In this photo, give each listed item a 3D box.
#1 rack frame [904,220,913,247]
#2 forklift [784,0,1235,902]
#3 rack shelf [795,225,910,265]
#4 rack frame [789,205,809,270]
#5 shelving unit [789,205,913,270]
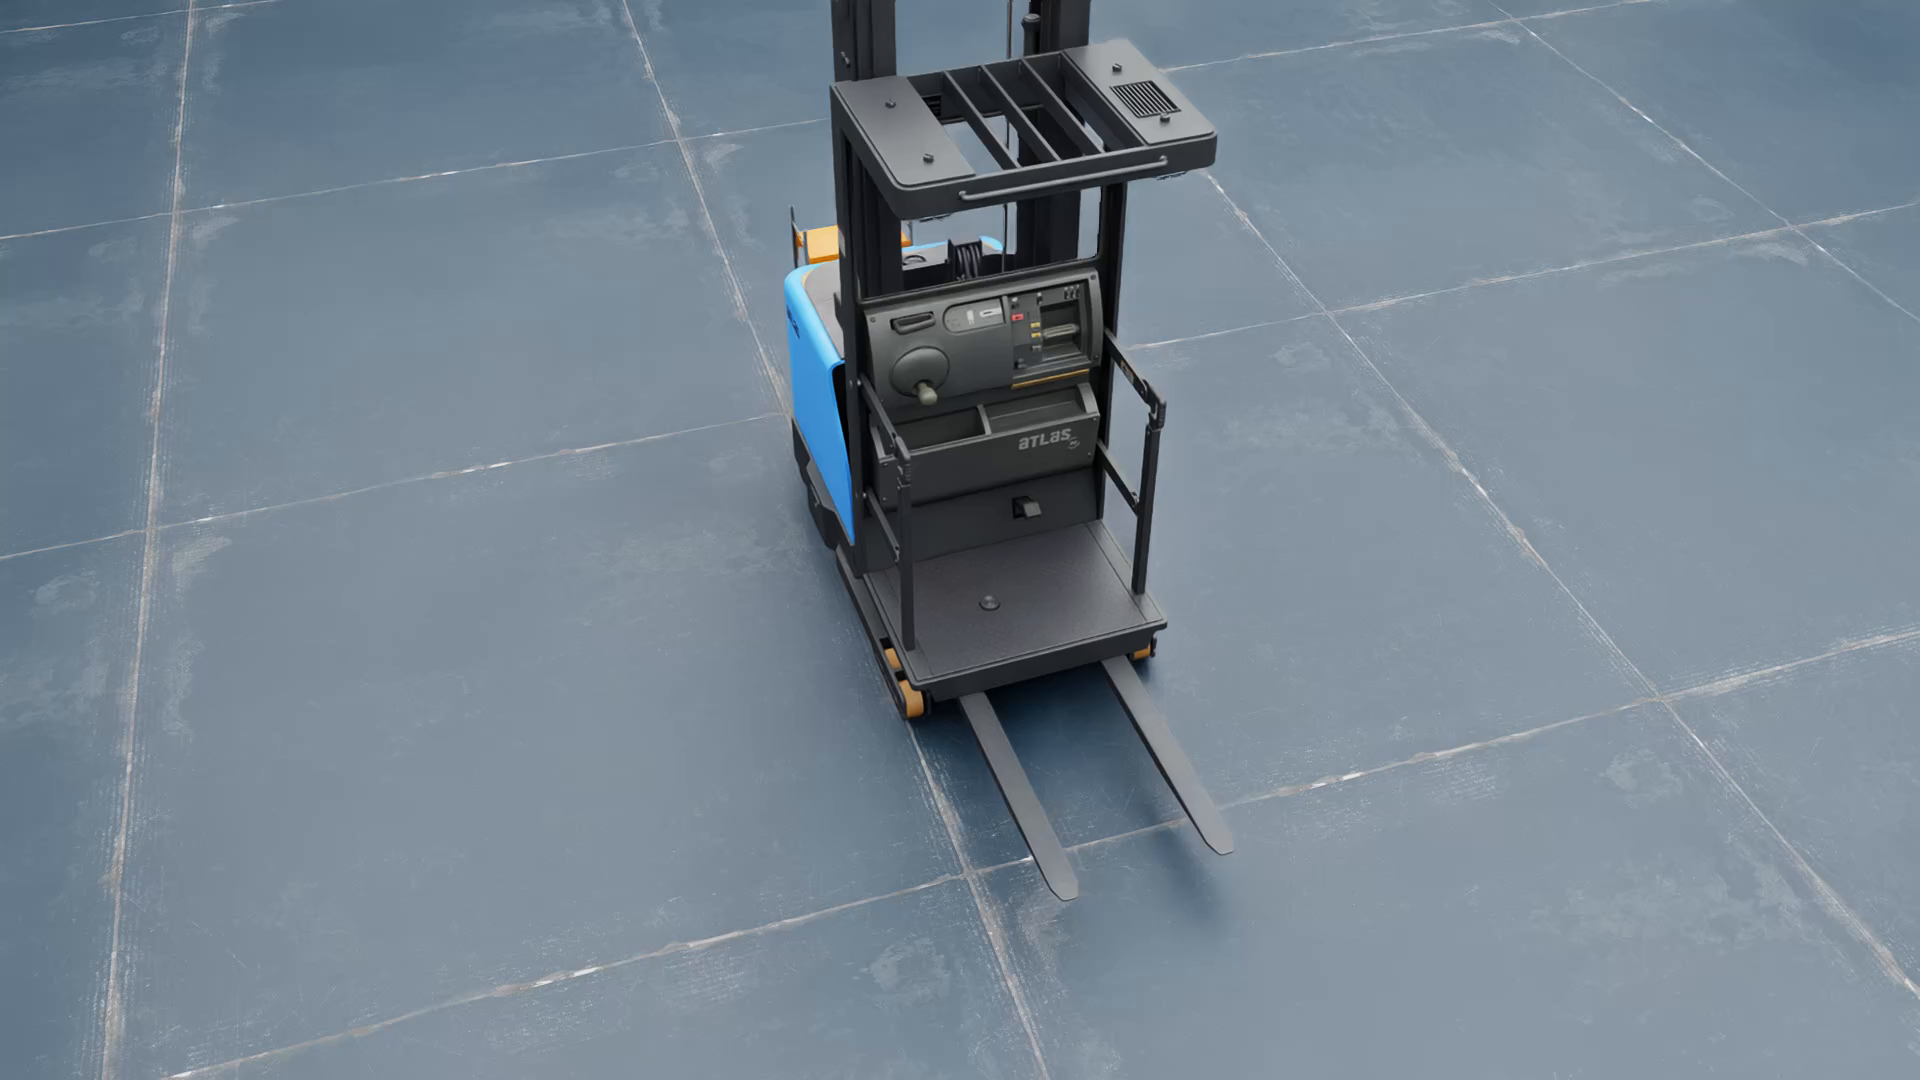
[{"bbox_3d":[-0.263,-1.092,7.937,0.015,1.200,0.240,-13,43,-15],"label":"rack frame"},{"bbox_3d":[0.174,-0.684,6.155,1.130,2.935,3.031,-13,43,-14],"label":"forklift"},{"bbox_3d":[-0.493,-1.335,7.617,0.480,0.148,0.258,-13,43,-15],"label":"rack shelf"},{"bbox_3d":[-0.722,-0.983,7.812,0.015,1.200,0.240,-13,43,-15],"label":"rack frame"},{"bbox_3d":[-0.492,-1.037,7.874,0.503,1.200,0.258,-13,43,-15],"label":"shelving unit"}]
